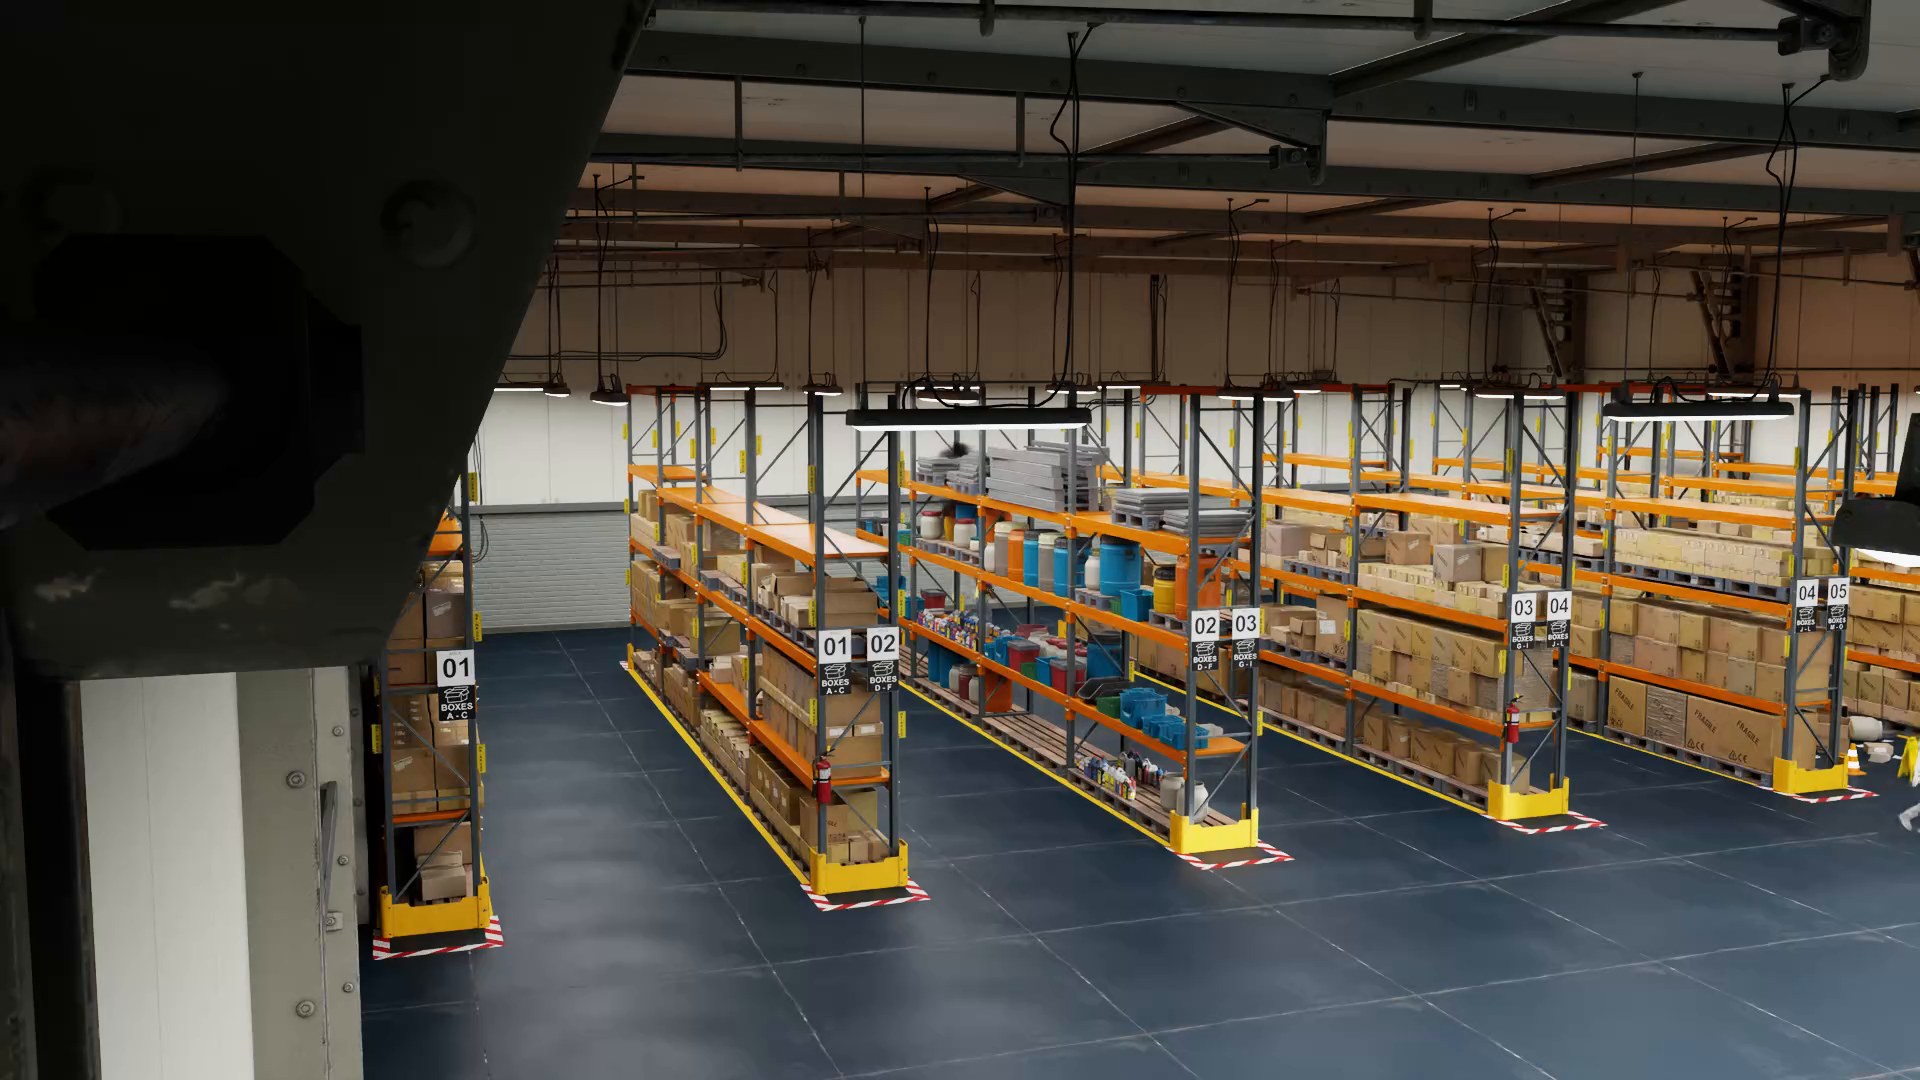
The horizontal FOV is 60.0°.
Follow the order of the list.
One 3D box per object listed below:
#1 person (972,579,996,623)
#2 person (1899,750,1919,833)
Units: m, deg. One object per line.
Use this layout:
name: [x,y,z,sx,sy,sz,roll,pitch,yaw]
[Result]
person: [0.459,1.454,39.290,1.036,1.715,0.735,-2,6,-20]
person: [13.128,3.188,22.528,0.711,1.649,0.545,-5,8,-40]
